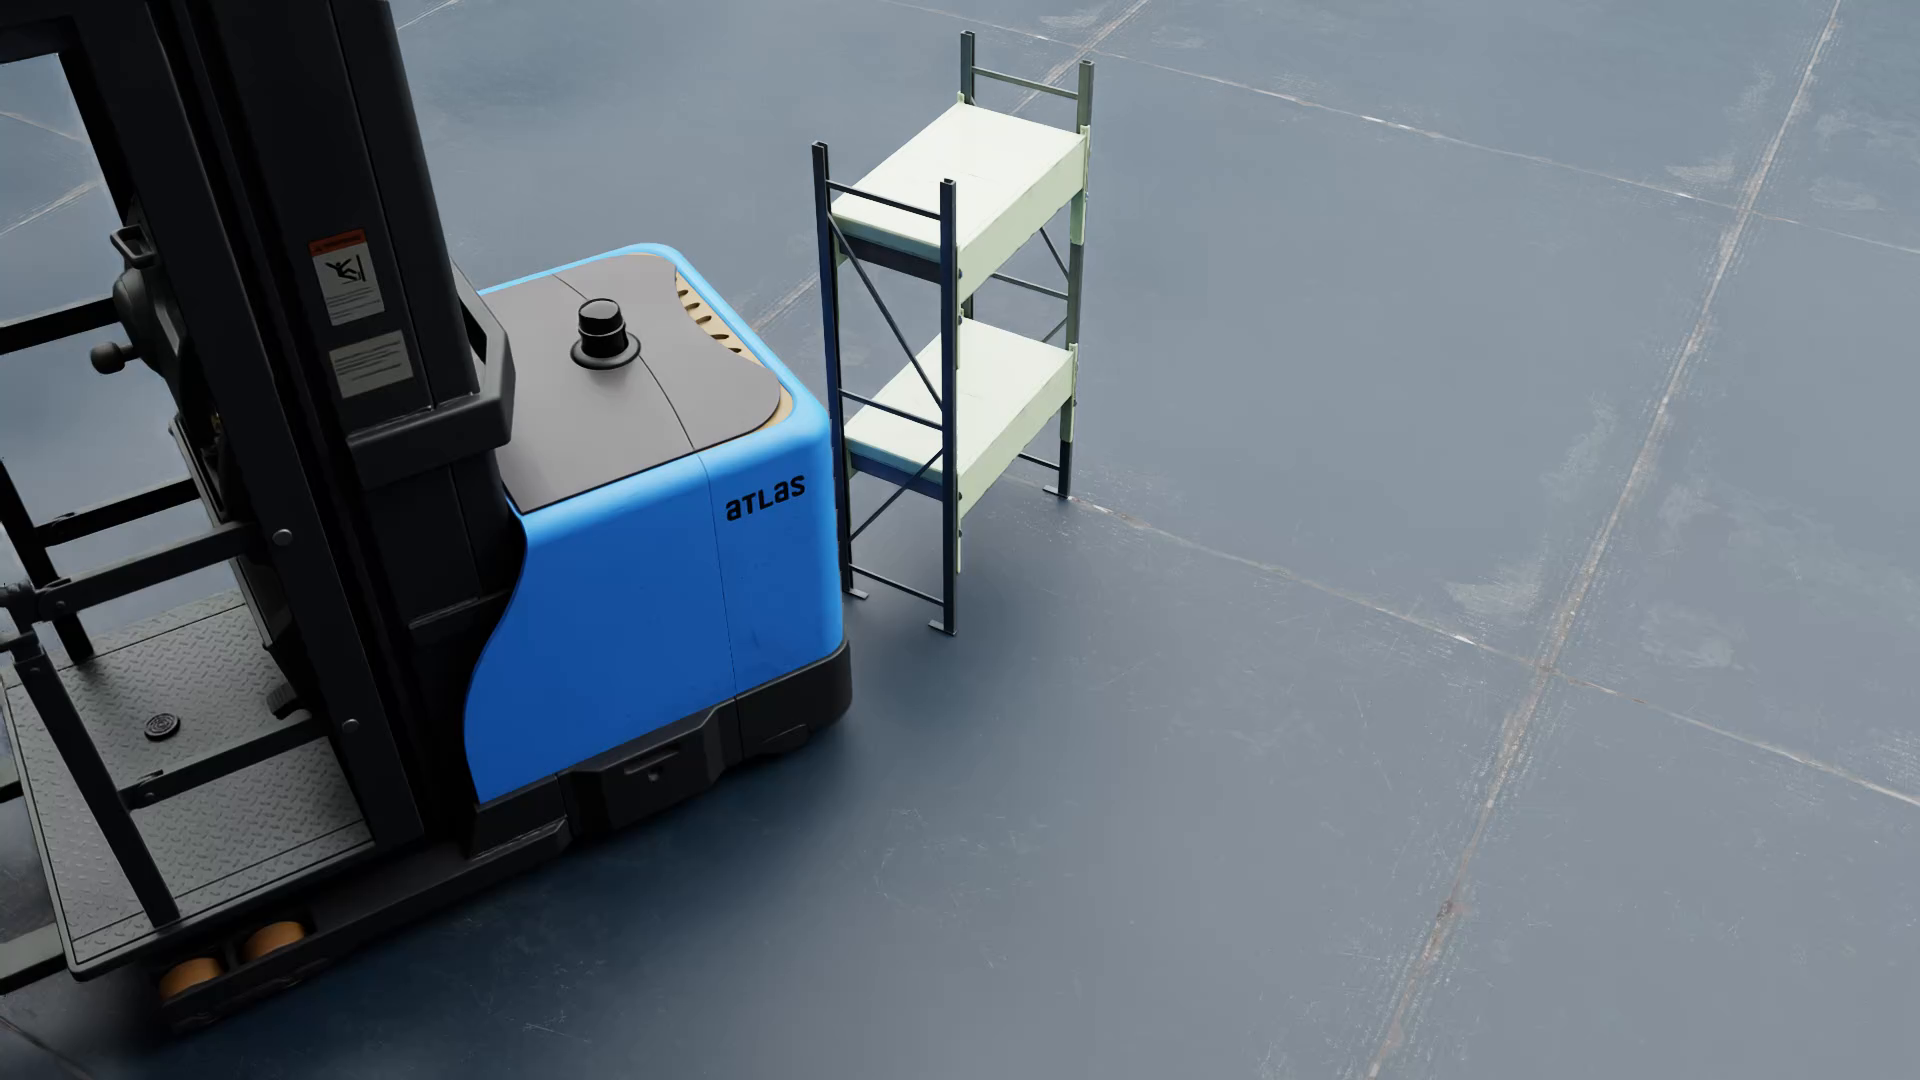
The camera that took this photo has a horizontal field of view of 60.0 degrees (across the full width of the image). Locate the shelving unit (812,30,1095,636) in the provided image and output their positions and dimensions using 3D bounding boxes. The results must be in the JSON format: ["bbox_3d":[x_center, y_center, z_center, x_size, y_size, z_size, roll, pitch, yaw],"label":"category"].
[{"bbox_3d":[-0.003,-0.559,4.750,0.431,1.500,0.755,21,45,22],"label":"shelving unit"}]

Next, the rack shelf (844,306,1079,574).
[{"bbox_3d":[-0.003,-0.314,4.965,0.431,0.370,0.720,21,45,22],"label":"rack shelf"}]

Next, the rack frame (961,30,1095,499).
[{"bbox_3d":[0.180,-0.768,4.988,0.400,1.500,0.023,21,45,22],"label":"rack frame"}]

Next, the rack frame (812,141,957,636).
[{"bbox_3d":[-0.186,-0.350,4.512,0.400,1.500,0.023,21,45,22],"label":"rack frame"}]

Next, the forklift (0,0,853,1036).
[{"bbox_3d":[-1.823,-0.350,3.430,3.031,2.935,1.130,-22,46,-23],"label":"forklift"}]

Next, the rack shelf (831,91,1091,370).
[{"bbox_3d":[-0.003,-0.852,4.492,0.431,0.370,0.720,21,45,22],"label":"rack shelf"}]
